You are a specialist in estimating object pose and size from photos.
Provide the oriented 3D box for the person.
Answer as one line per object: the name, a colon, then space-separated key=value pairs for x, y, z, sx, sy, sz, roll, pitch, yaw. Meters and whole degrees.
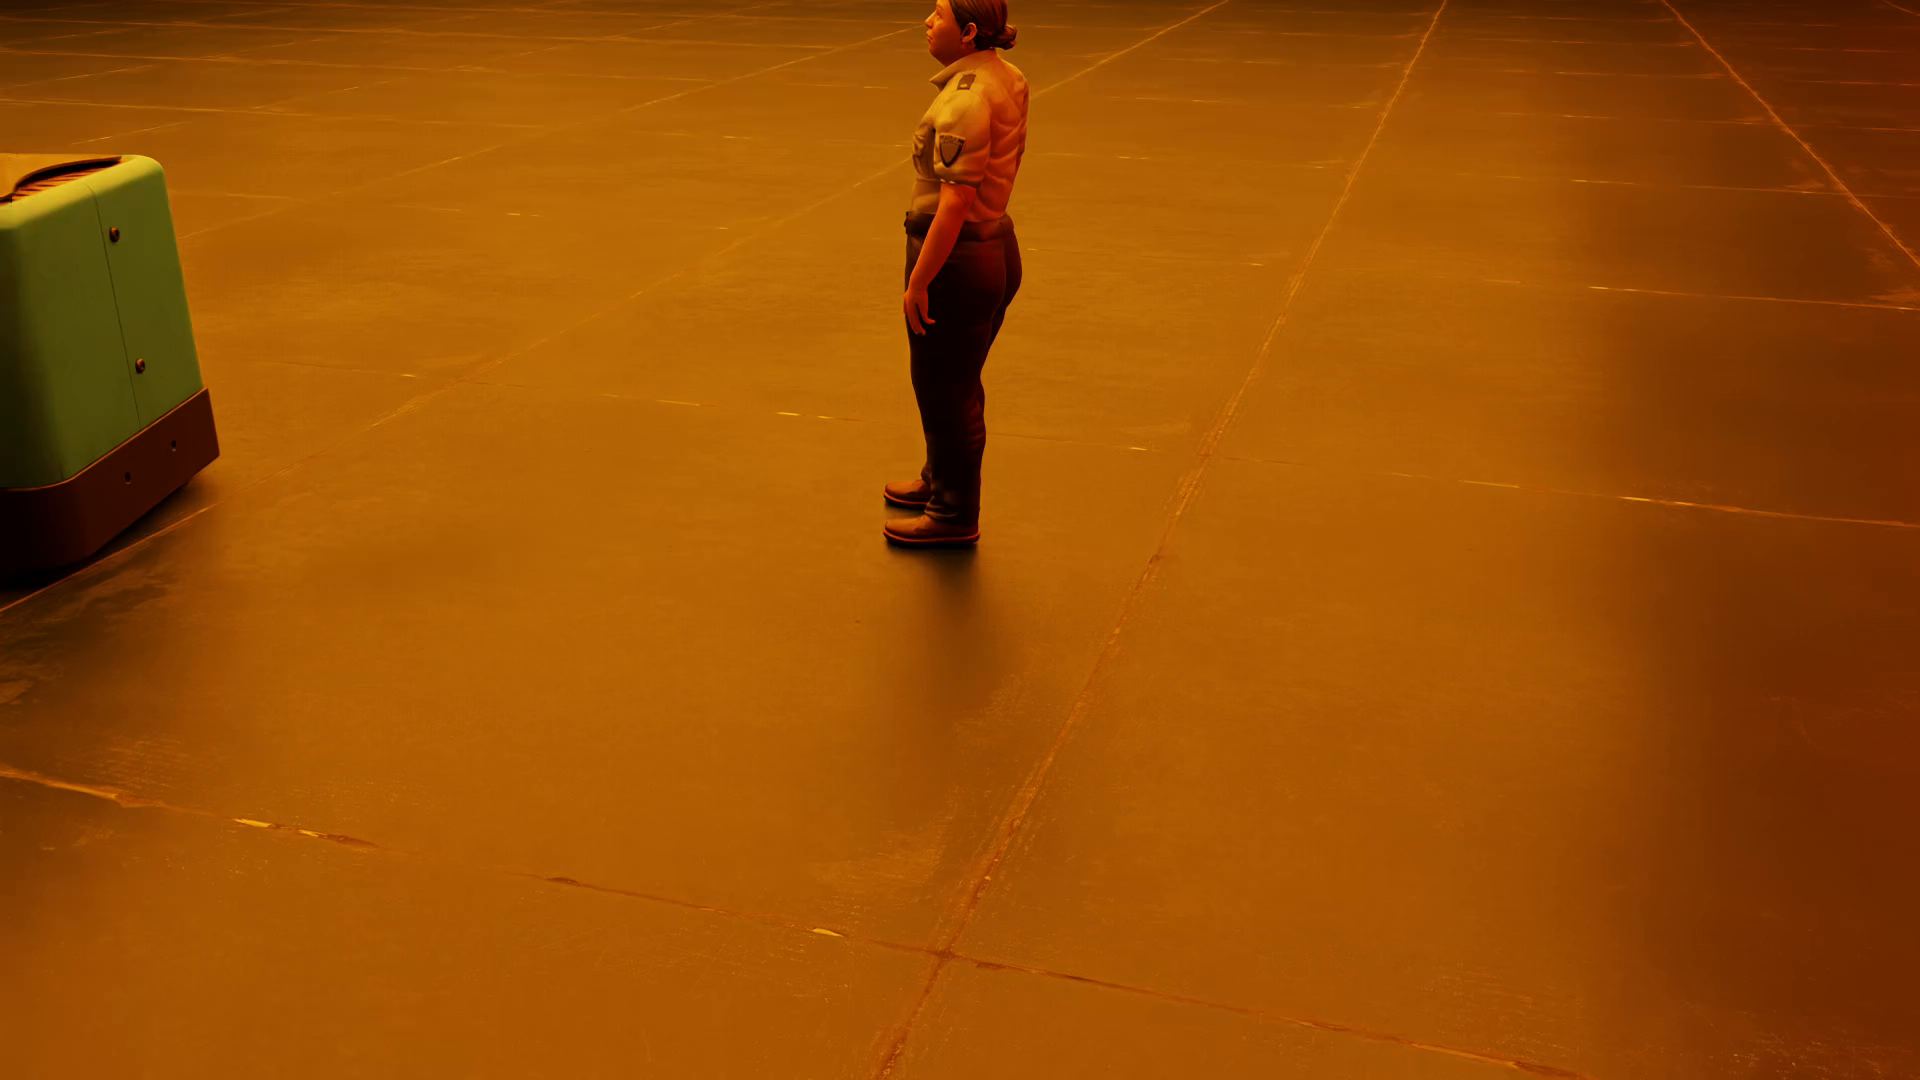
person: x=-0.078 y=-0.788 z=4.848 sx=0.503 sy=1.651 sz=0.598 roll=7 pitch=23 yaw=16

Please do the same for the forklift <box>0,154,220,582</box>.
forklift: x=-4.026 y=-1.418 z=4.714 sx=3.031 sy=2.935 sz=1.130 roll=0 pitch=22 yaw=1
